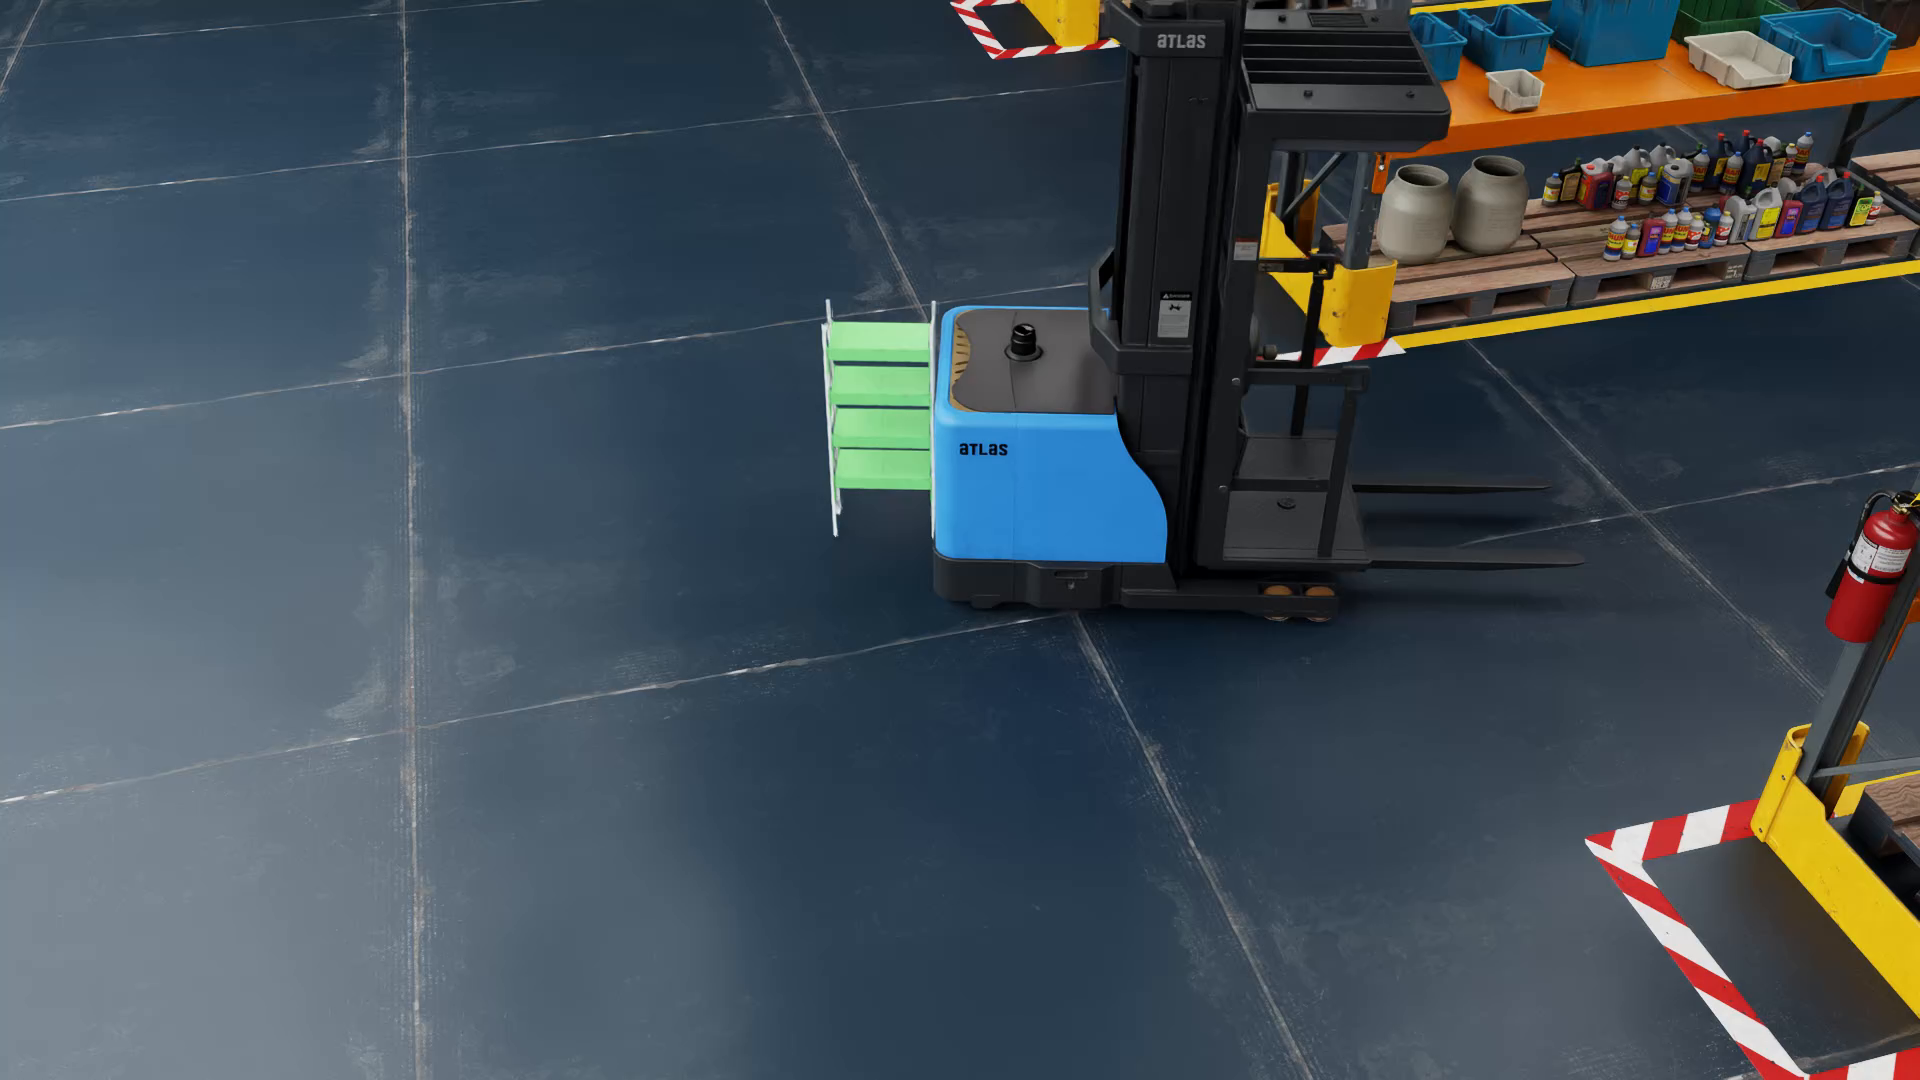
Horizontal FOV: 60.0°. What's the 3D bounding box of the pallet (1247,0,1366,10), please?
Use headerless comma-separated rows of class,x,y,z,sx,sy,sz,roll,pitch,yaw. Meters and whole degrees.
pallet,2.746,-4.769,14.289,1.213,0.211,1.003,-9,38,-12

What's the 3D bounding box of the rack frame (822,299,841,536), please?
rack frame,-0.614,-0.568,7.984,0.015,1.200,0.240,1,37,1

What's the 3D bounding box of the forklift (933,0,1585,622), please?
forklift,1.403,-1.114,7.273,3.031,2.935,1.130,1,37,1

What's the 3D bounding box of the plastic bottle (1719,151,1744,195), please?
plastic bottle,4.996,-2.380,10.755,0.097,0.271,0.097,0,37,0

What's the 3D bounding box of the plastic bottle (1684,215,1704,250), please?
plastic bottle,4.485,-1.887,10.168,0.097,0.201,0.097,0,37,0

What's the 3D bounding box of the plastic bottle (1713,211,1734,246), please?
plastic bottle,4.684,-1.919,10.211,0.097,0.201,0.097,0,37,0

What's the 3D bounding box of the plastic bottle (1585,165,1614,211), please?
plastic bottle,4.068,-2.239,10.561,0.133,0.283,0.061,-9,38,-12

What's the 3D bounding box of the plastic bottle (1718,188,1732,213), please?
plastic bottle,4.762,-2.049,10.313,0.133,0.283,0.061,-9,38,-12

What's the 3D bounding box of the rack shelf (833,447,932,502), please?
rack shelf,-0.370,-0.322,8.163,0.480,0.148,0.258,1,37,1

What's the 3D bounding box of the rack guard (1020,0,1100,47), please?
rack guard,0.820,-4.543,13.756,0.348,0.500,1.175,-9,38,-12

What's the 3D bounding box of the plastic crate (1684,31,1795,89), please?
plastic crate,4.491,-2.756,9.581,0.437,0.136,0.530,-9,38,-12

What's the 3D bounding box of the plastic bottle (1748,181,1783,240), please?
plastic bottle,4.949,-2.037,10.241,0.185,0.351,0.144,-10,38,-12

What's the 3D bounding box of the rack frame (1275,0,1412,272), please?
rack frame,2.131,-2.633,9.203,0.127,3.000,1.000,-9,38,-12

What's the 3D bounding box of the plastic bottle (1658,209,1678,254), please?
plastic bottle,4.293,-1.883,10.106,0.097,0.271,0.097,0,37,0

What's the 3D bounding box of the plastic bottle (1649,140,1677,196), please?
plastic bottle,4.512,-2.408,10.726,0.185,0.351,0.144,-10,38,-12

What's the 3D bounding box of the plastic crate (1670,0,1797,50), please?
plastic crate,4.608,-3.133,10.031,0.662,0.188,0.450,-9,38,-12

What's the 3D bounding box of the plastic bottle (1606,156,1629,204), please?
plastic bottle,4.174,-2.320,10.673,0.135,0.276,0.152,-10,39,-13

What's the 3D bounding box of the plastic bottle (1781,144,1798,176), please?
plastic bottle,5.472,-2.521,10.997,0.097,0.201,0.097,0,37,0

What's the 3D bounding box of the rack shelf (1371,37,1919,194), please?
rack shelf,4.061,-2.664,9.836,4.000,0.370,1.077,-9,38,-12

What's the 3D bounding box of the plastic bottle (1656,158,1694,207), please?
plastic bottle,4.575,-2.295,10.641,0.135,0.276,0.152,-9,38,-12

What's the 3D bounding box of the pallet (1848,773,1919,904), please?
pallet,4.289,1.260,6.409,1.213,0.211,1.003,-9,38,-12

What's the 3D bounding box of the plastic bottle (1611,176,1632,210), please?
plastic bottle,4.224,-2.220,10.604,0.097,0.201,0.097,0,37,0

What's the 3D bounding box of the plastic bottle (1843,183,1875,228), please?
plastic bottle,5.614,-2.093,10.370,0.133,0.283,0.061,-7,38,-10

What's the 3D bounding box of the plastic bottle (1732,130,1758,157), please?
plastic bottle,5.105,-2.505,10.853,0.185,0.351,0.144,-8,38,-11

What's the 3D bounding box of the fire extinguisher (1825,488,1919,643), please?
fire extinguisher,3.191,0.051,5.758,0.183,0.674,0.296,-9,38,-12

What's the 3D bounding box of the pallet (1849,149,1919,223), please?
pallet,6.740,-2.306,11.071,1.213,0.211,1.003,-9,38,-12

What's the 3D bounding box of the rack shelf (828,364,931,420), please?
rack shelf,-0.370,-0.703,7.871,0.480,0.148,0.258,1,37,1

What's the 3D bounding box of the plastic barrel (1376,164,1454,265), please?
plastic barrel,2.746,-1.961,10.026,0.421,0.512,0.421,0,37,0

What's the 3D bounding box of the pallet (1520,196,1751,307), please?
pallet,4.153,-1.882,10.516,1.213,0.211,1.003,-9,38,-12

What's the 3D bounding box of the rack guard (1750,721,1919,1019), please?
rack guard,3.495,1.253,6.180,0.348,0.500,1.175,-9,38,-12

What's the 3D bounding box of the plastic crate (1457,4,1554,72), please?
plastic crate,3.164,-2.928,9.711,0.408,0.251,0.499,-9,38,-12

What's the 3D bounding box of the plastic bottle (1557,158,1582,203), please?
plastic bottle,3.897,-2.306,10.649,0.133,0.283,0.061,-8,38,-11

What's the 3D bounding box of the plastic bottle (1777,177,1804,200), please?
plastic bottle,5.198,-2.141,10.439,0.135,0.276,0.152,-9,38,-12

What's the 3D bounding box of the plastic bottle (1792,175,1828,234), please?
plastic bottle,5.260,-2.088,10.308,0.185,0.351,0.144,-11,39,-14

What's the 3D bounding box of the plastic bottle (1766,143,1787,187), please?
plastic bottle,5.294,-2.440,10.824,0.133,0.283,0.061,-9,38,-12

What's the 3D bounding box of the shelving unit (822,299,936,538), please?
shelving unit,-0.370,-0.563,7.978,0.503,1.200,0.258,1,37,1

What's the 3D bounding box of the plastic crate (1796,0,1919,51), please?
plastic crate,5.454,-3.234,10.039,0.504,0.338,0.767,-9,38,-12

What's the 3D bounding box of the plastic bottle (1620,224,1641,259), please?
plastic bottle,4.062,-1.817,10.077,0.097,0.201,0.097,0,37,0

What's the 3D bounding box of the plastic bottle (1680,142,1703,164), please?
plastic bottle,4.752,-2.447,10.833,0.133,0.283,0.061,-8,38,-10
